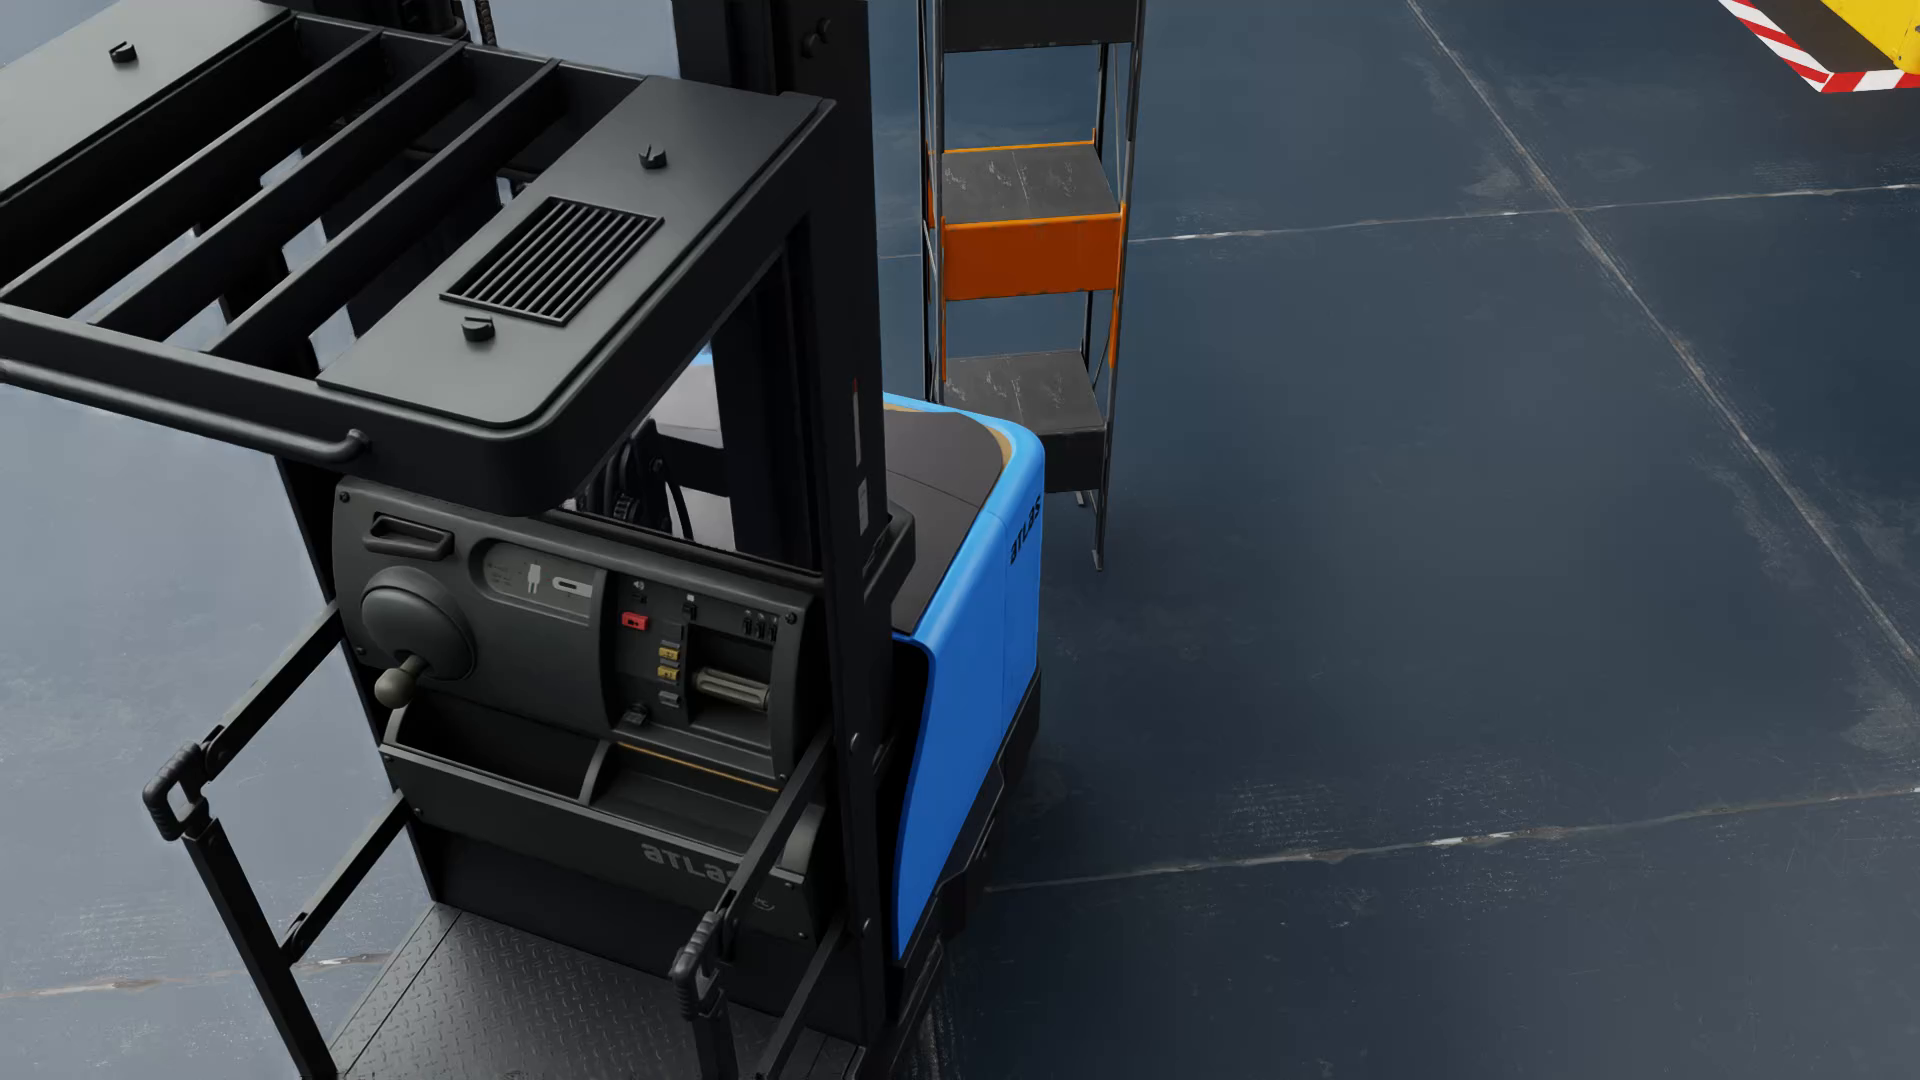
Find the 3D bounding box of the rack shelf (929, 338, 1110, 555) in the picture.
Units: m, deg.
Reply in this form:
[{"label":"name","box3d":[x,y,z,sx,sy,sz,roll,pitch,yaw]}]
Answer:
[{"label":"rack shelf","box3d":[0.164,-0.264,5.041,0.480,0.518,0.431,-5,42,-6]}]

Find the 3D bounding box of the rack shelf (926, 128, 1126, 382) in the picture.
[{"label":"rack shelf","box3d":[0.164,-0.784,4.572,0.480,0.518,0.431,-5,42,-6]}]

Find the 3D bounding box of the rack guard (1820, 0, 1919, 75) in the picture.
[{"label":"rack guard","box3d":[4.430,-2.710,7.881,0.348,0.500,1.175,-5,42,-6]}]

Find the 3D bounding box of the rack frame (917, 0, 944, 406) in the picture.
[{"label":"rack frame","box3d":[-0.078,-0.773,4.539,0.015,2.100,0.400,-5,42,-6]}]

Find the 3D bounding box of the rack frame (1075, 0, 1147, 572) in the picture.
[{"label":"rack frame","box3d":[0.406,-0.815,4.586,0.015,2.100,0.400,-5,42,-6]}]

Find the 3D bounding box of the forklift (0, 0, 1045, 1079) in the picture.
[{"label":"forklift","box3d":[-0.774,0.253,2.781,1.130,2.935,3.031,14,44,15]}]

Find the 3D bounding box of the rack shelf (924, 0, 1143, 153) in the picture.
[{"label":"rack shelf","box3d":[0.164,-1.304,4.103,0.480,0.518,0.431,-5,42,-6]}]

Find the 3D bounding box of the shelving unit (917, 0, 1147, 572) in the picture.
[{"label":"shelving unit","box3d":[0.164,-0.794,4.563,0.503,2.100,0.431,-5,42,-6]}]
